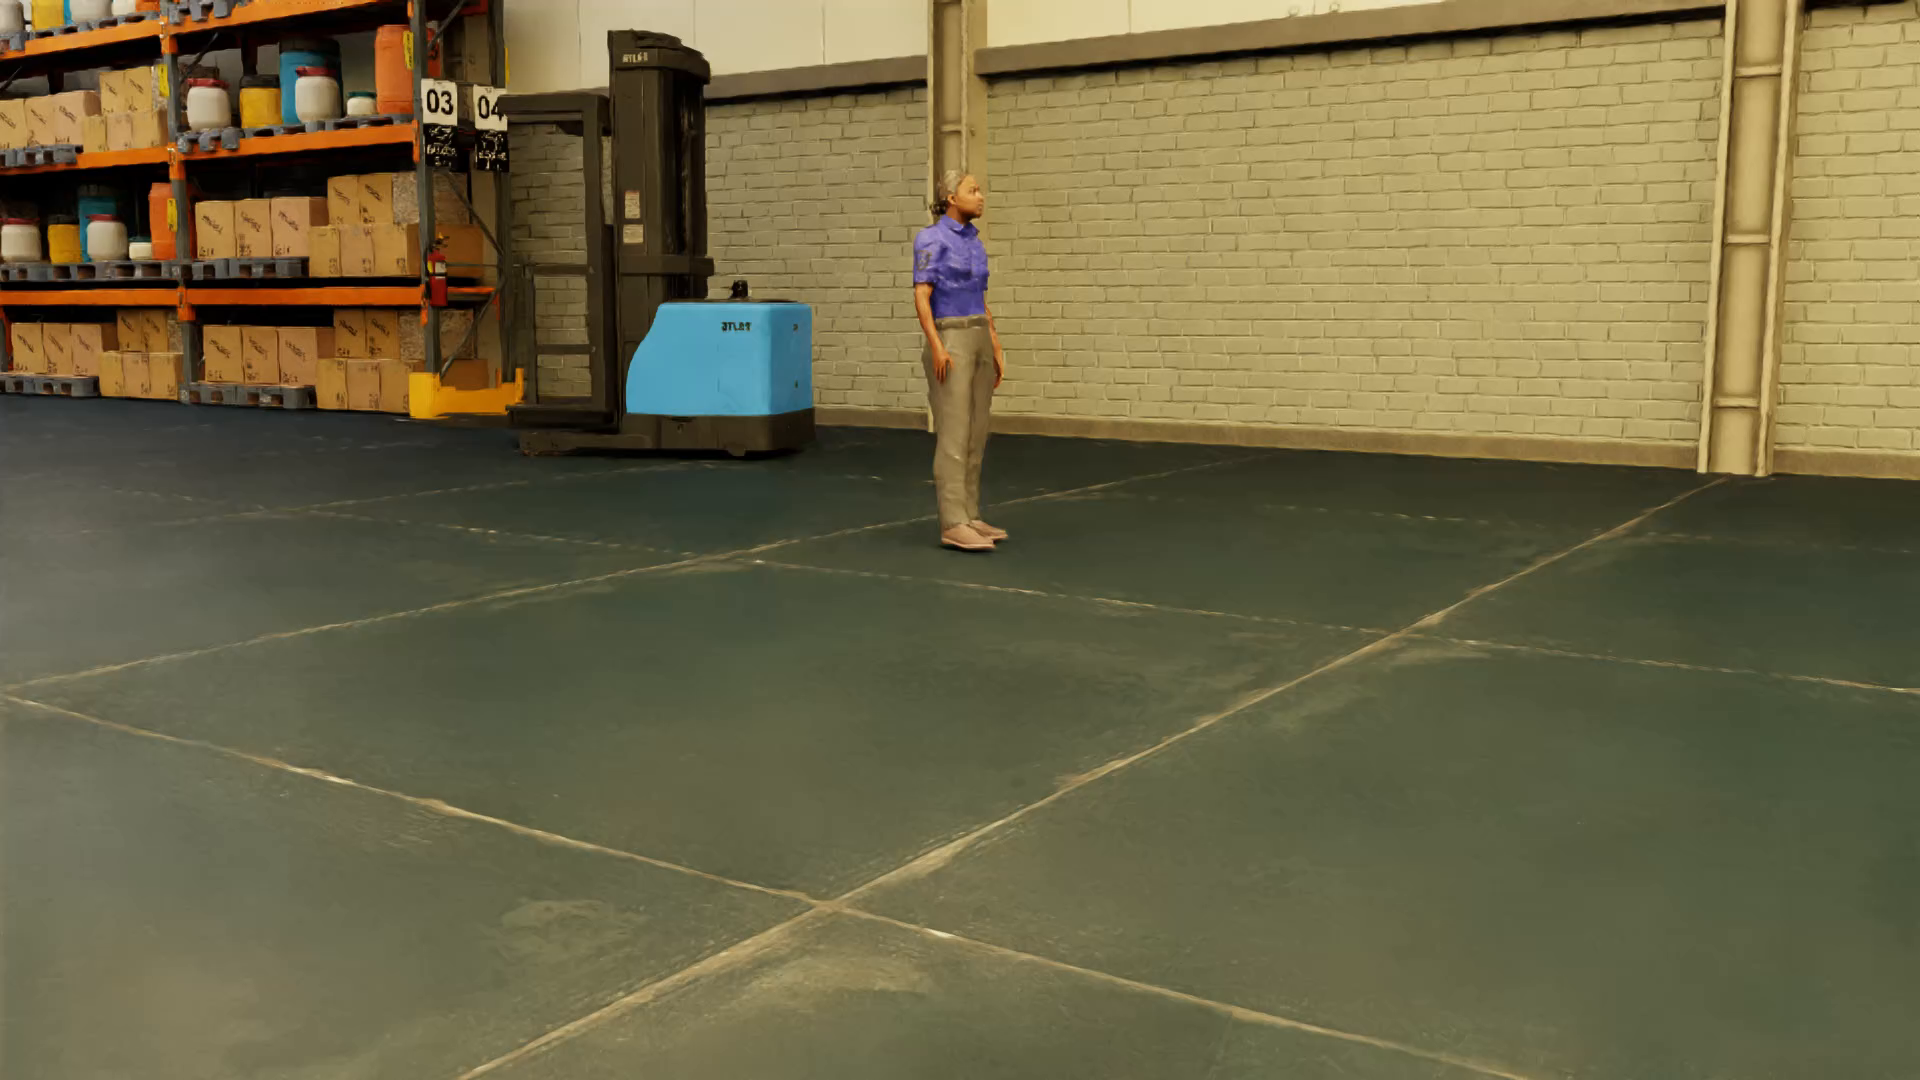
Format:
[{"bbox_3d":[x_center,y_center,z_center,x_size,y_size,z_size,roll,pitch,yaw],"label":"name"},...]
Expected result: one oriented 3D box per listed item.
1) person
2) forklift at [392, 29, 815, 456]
[{"bbox_3d":[0.062,-0.817,7.421,0.503,1.654,0.570,5,10,34],"label":"person"},{"bbox_3d":[-2.648,-2.115,12.064,3.031,2.935,1.130,2,8,14],"label":"forklift"}]
